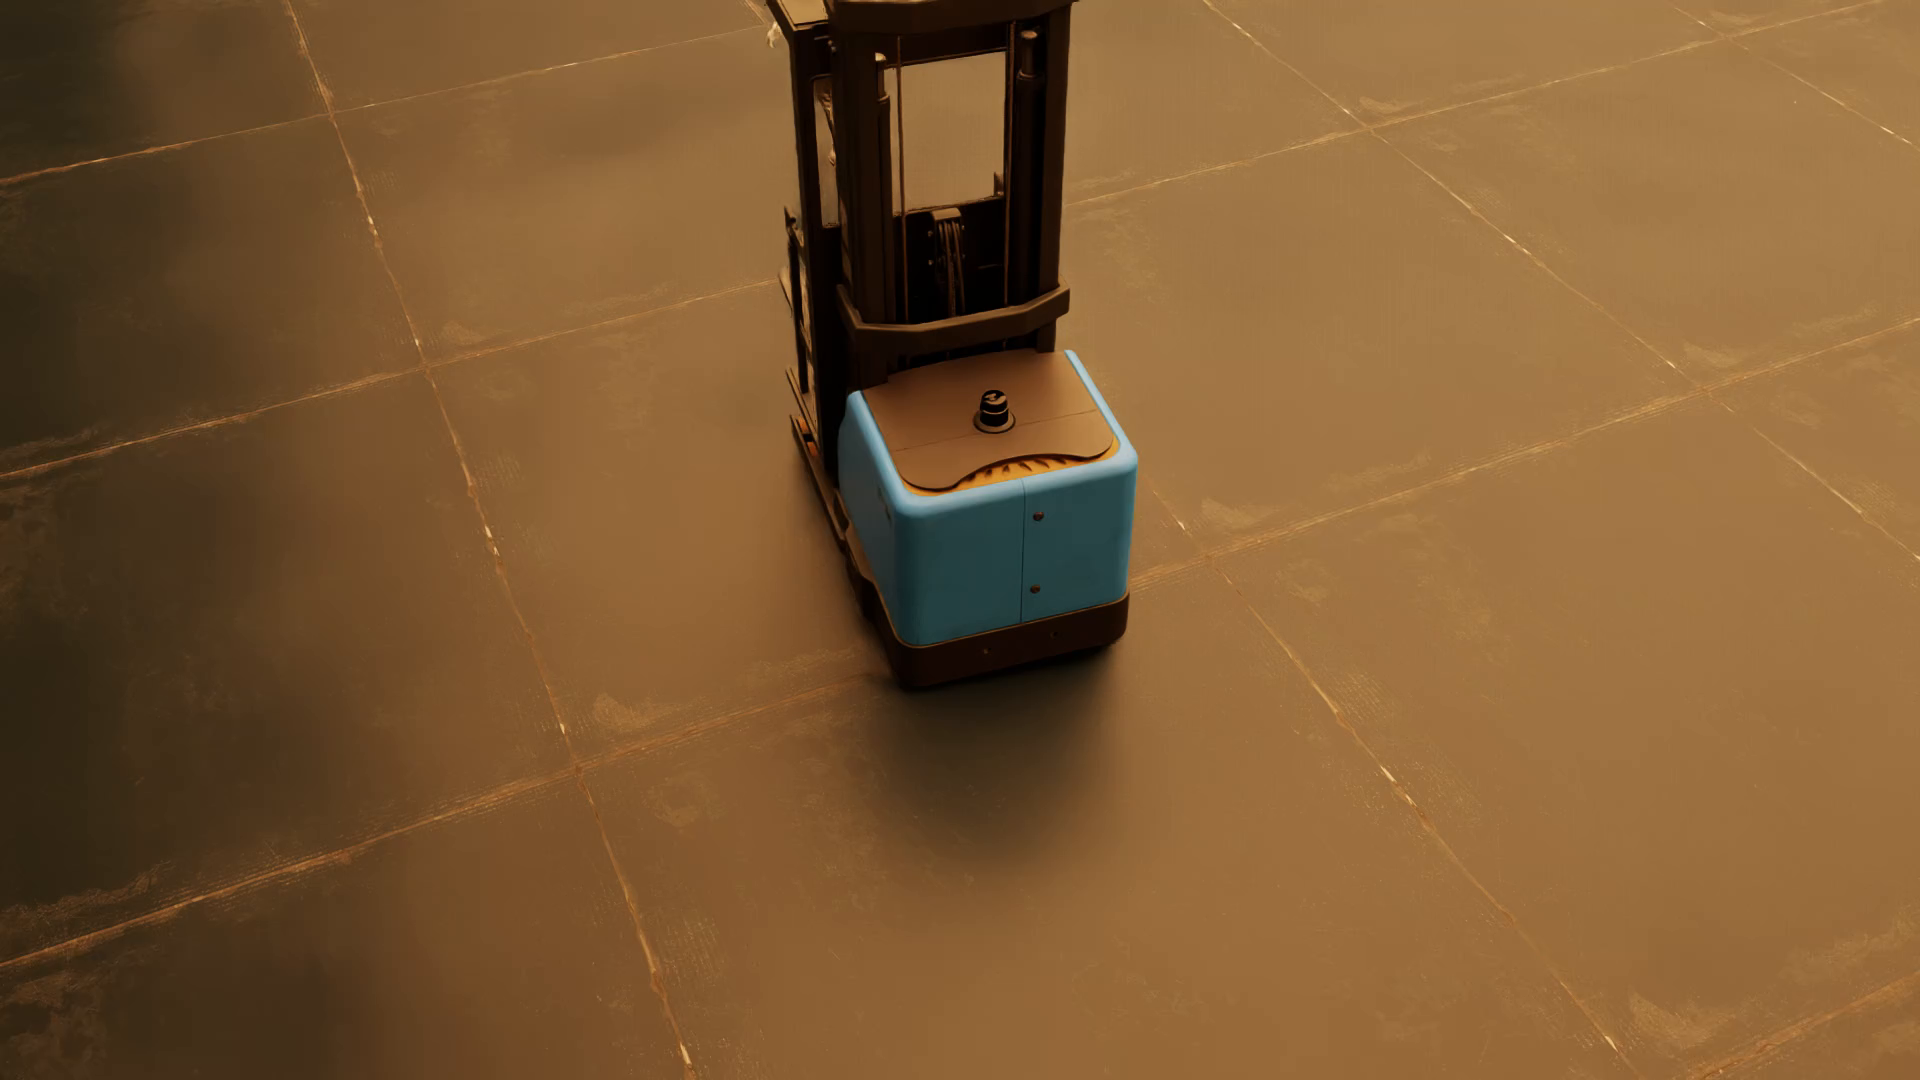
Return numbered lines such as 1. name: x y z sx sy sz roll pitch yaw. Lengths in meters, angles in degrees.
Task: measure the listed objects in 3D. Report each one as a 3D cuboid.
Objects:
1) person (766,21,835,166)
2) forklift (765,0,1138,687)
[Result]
1. person: -0.735 -2.943 9.804 0.791 1.673 0.444 -26 49 -25
2. forklift: -0.205 -1.470 7.256 1.130 2.935 3.031 -12 44 -13
